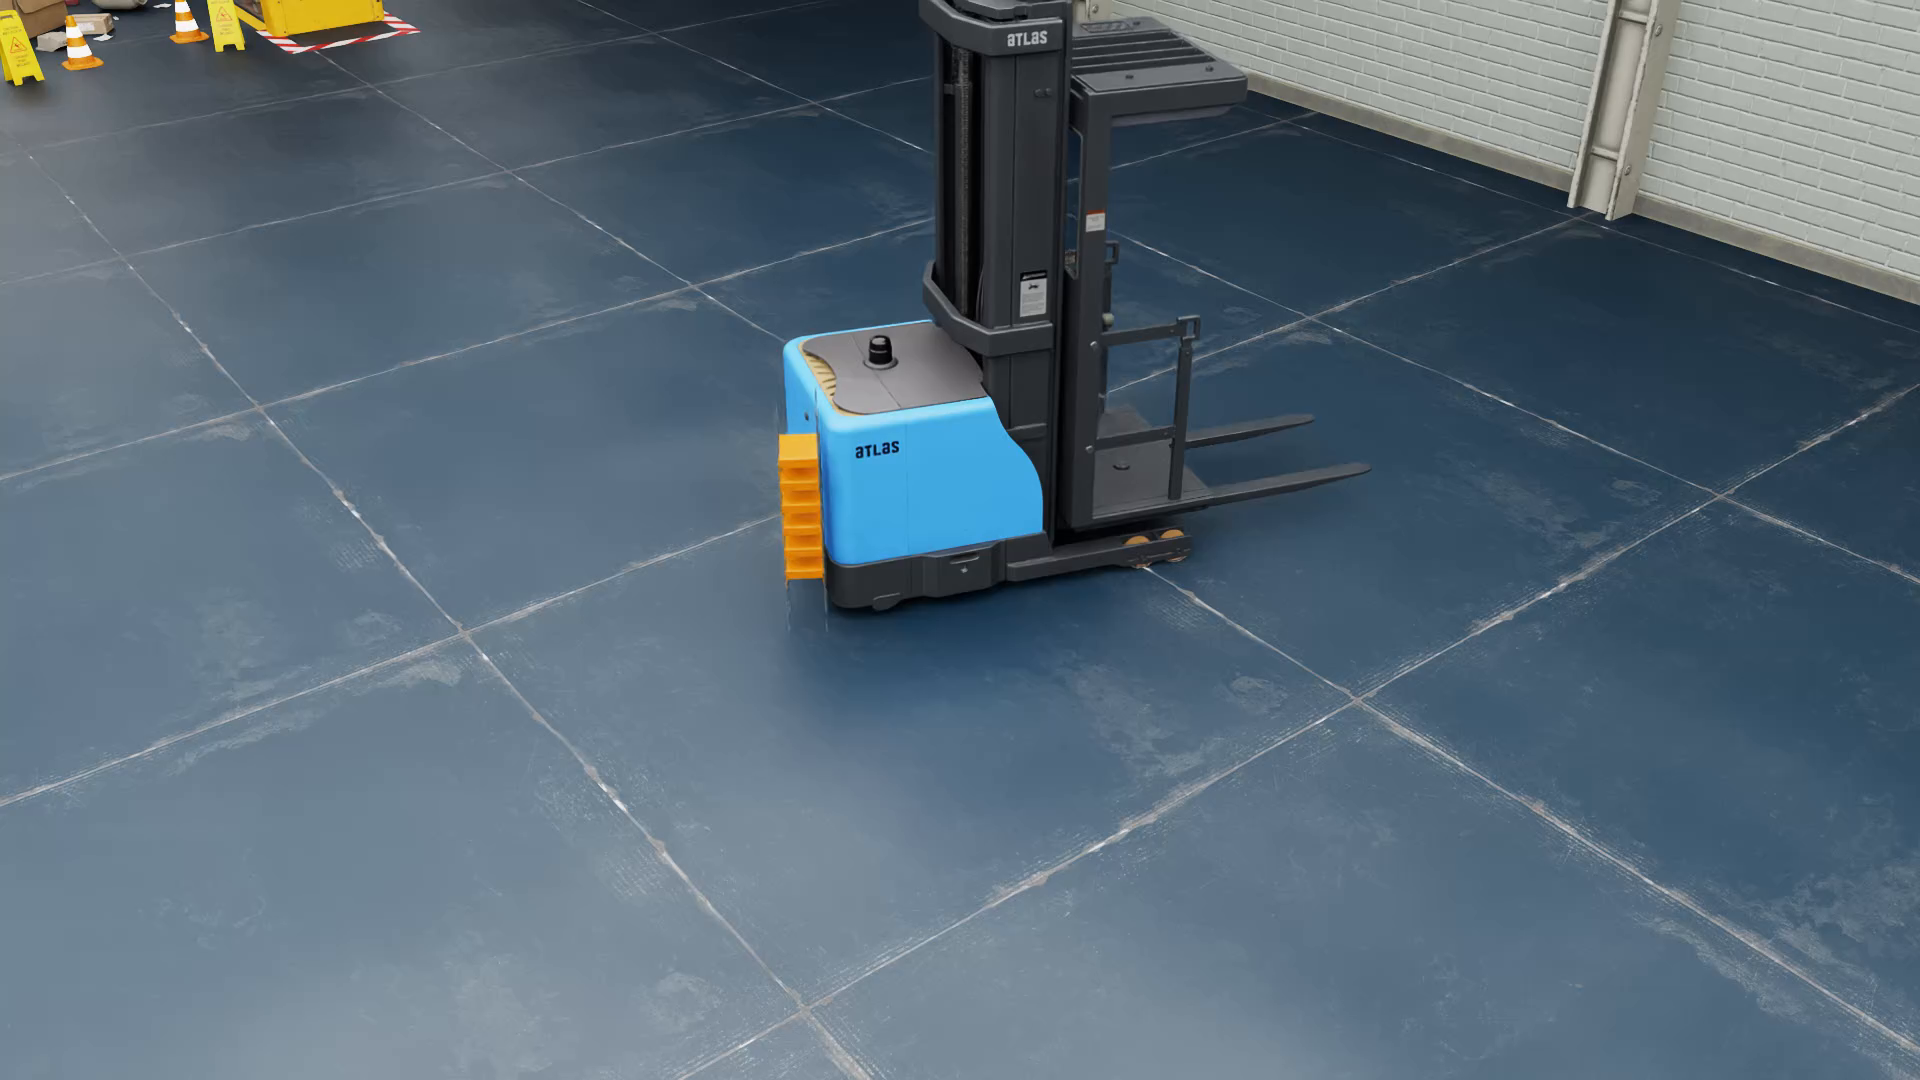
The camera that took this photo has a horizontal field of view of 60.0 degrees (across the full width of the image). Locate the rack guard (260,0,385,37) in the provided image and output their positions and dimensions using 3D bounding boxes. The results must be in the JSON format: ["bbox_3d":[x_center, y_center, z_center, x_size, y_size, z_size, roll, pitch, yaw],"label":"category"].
[{"bbox_3d":[-6.650,-5.621,17.326,1.175,0.500,0.348,-22,38,-31],"label":"rack guard"}]

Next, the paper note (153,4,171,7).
[{"bbox_3d":[-8.671,-5.819,18.090,0.148,0.019,0.142,18,36,27],"label":"paper note"}]

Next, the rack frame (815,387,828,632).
[{"bbox_3d":[-0.651,-0.127,7.817,0.006,1.200,0.240,-2,32,-4],"label":"rack frame"}]

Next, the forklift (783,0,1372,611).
[{"bbox_3d":[0.675,-1.352,8.149,3.031,2.935,1.130,-10,33,-16],"label":"forklift"}]

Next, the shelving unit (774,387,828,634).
[{"bbox_3d":[-0.742,-0.123,7.811,0.189,1.200,0.258,-2,32,-4],"label":"shelving unit"}]

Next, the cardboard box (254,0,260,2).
[{"bbox_3d":[-7.326,-5.921,17.649,0.500,0.250,0.500,-22,38,-32],"label":"cardboard box"}]

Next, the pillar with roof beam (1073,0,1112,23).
[{"bbox_3d":[-2.121,-7.495,12.289,9.100,9.000,0.400,-22,38,-31],"label":"pillar with roof beam"}]

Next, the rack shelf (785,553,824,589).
[{"bbox_3d":[-0.742,0.119,7.961,0.180,0.103,0.258,-2,32,-4],"label":"rack shelf"}]

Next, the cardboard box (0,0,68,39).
[{"bbox_3d":[-9.680,-5.503,17.134,0.637,0.503,0.797,6,32,10],"label":"cardboard box"}]

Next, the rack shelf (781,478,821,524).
[{"bbox_3d":[-0.742,-0.187,7.771,0.180,0.103,0.258,-2,32,-4],"label":"rack shelf"}]

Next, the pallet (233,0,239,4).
[{"bbox_3d":[-7.864,-6.356,18.784,1.003,0.211,1.213,-22,38,-31],"label":"pallet"}]

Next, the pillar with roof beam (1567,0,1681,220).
[{"bbox_3d":[1.559,-4.995,8.263,9.100,9.000,0.400,-22,38,-31],"label":"pillar with roof beam"}]

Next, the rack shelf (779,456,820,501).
[{"bbox_3d":[-0.742,-0.289,7.708,0.180,0.103,0.258,-2,32,-4],"label":"rack shelf"}]

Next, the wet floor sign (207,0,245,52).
[{"bbox_3d":[-7.332,-5.225,16.552,0.267,0.644,0.232,-10,33,-15],"label":"wet floor sign"}]

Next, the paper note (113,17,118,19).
[{"bbox_3d":[-8.972,-5.546,17.670,0.032,0.001,0.123,-22,38,-31],"label":"paper note"}]

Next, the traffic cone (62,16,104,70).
[{"bbox_3d":[-8.554,-4.834,16.095,0.336,0.463,0.334,-22,38,-31],"label":"traffic cone"}]

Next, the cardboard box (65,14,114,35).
[{"bbox_3d":[-9.002,-5.332,17.194,0.380,0.149,0.250,-4,32,-7],"label":"cardboard box"}]

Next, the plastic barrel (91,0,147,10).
[{"bbox_3d":[-9.065,-5.927,17.893,0.512,0.421,0.421,1,32,2],"label":"plastic barrel"}]

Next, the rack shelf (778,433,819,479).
[{"bbox_3d":[-0.742,-0.391,7.644,0.180,0.103,0.258,-2,32,-4],"label":"rack shelf"}]

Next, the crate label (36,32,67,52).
[{"bbox_3d":[-9.085,-5.003,16.676,0.298,0.136,0.250,12,34,19],"label":"crate label"}]

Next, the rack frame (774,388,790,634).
[{"bbox_3d":[-0.834,-0.119,7.805,0.006,1.200,0.240,-2,32,-4],"label":"rack frame"}]

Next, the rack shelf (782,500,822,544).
[{"bbox_3d":[-0.742,-0.085,7.834,0.180,0.103,0.258,-2,32,-4],"label":"rack shelf"}]

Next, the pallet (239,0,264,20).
[{"bbox_3d":[-7.120,-5.848,17.966,1.003,0.211,1.213,-22,38,-31],"label":"pallet"}]

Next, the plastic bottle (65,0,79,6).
[{"bbox_3d":[-9.746,-5.925,18.232,0.133,0.061,0.283,-16,35,-23],"label":"plastic bottle"}]

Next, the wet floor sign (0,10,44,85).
[{"bbox_3d":[-8.869,-4.636,15.602,0.232,0.644,0.267,26,40,35],"label":"wet floor sign"}]

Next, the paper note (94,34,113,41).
[{"bbox_3d":[-8.755,-5.140,16.996,0.142,0.019,0.148,18,36,27],"label":"paper note"}]

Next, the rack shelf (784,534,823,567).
[{"bbox_3d":[-0.742,0.017,7.898,0.180,0.103,0.258,-2,32,-4],"label":"rack shelf"}]

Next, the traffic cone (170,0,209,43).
[{"bbox_3d":[-7.886,-5.335,16.901,0.336,0.463,0.334,-22,38,-31],"label":"traffic cone"}]
